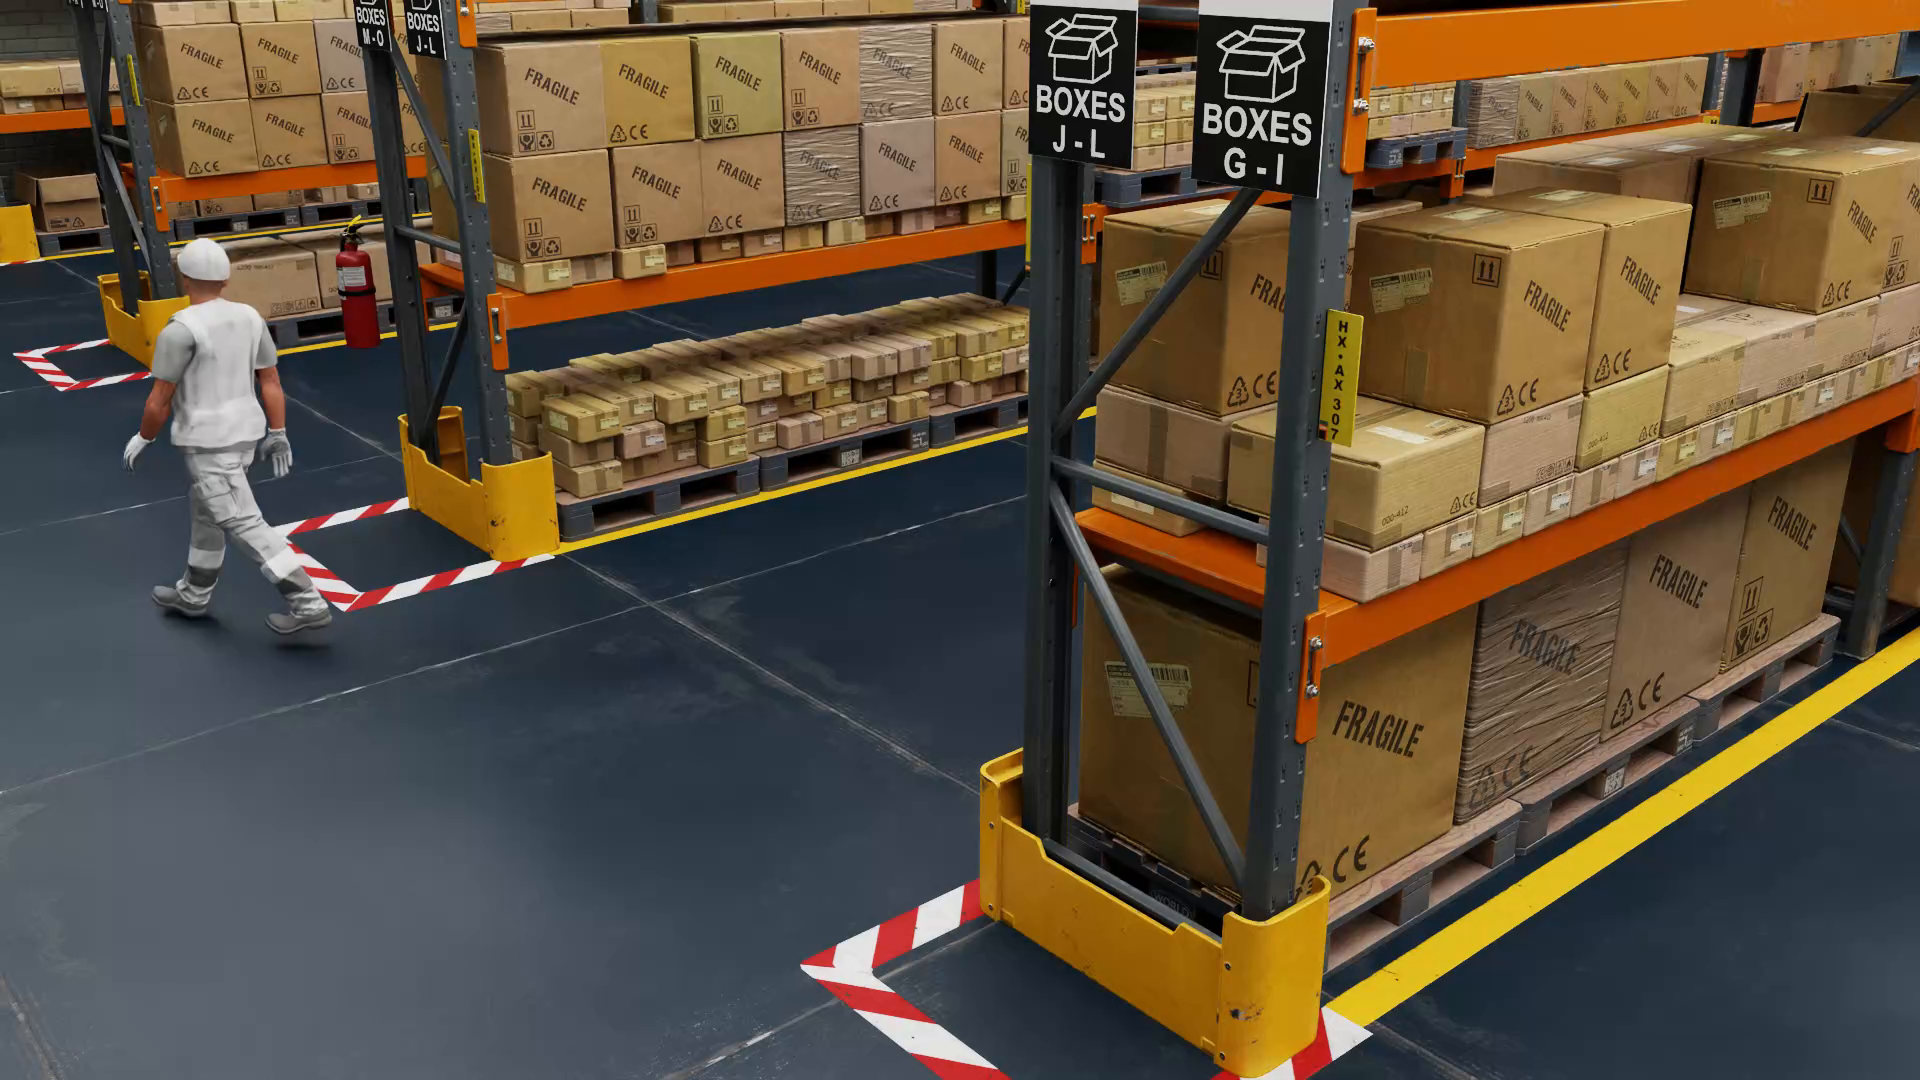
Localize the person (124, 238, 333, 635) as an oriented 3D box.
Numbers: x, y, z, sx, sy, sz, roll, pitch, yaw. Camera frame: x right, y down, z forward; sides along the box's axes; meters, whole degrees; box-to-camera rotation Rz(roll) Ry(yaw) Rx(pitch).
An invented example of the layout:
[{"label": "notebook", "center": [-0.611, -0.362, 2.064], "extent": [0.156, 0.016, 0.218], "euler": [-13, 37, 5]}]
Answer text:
[{"label": "person", "center": [-3.250, -0.434, 7.227], "extent": [1.059, 1.745, 0.573], "euler": [7, 22, 18]}]
